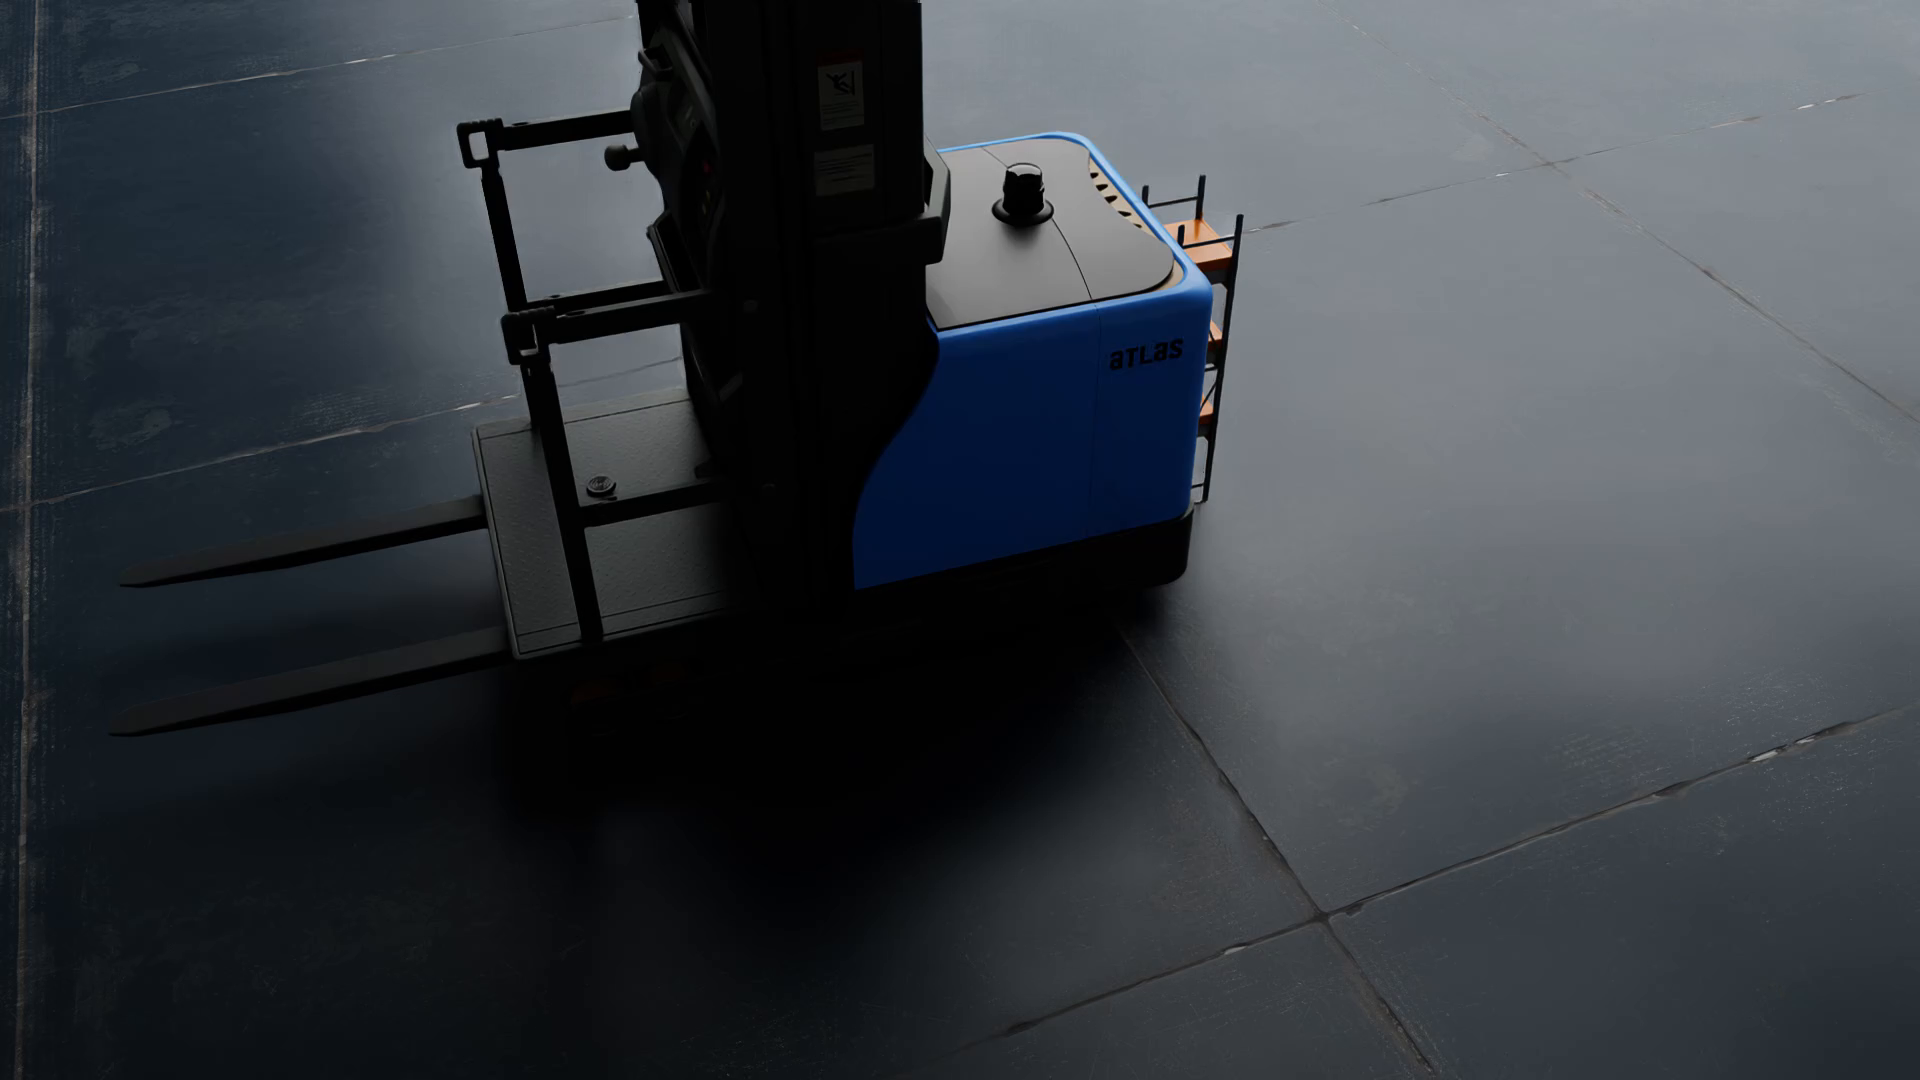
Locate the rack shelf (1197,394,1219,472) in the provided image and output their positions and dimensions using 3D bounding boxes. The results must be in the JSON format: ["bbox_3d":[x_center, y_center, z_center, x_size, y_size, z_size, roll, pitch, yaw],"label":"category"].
[{"bbox_3d":[0.668,-0.361,5.307,0.215,0.259,0.240,-13,42,-15],"label":"rack shelf"}]

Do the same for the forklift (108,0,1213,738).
[{"bbox_3d":[-0.884,-0.956,4.114,3.031,2.935,1.130,-12,42,-14],"label":"forklift"}]

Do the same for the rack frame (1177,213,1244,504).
[{"bbox_3d":[0.708,-0.505,5.032,0.200,1.050,0.008,-13,42,-15],"label":"rack frame"}]

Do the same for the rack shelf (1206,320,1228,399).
[{"bbox_3d":[0.668,-0.572,5.126,0.215,0.259,0.240,-13,42,-15],"label":"rack shelf"}]

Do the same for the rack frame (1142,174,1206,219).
[{"bbox_3d":[0.627,-0.655,5.206,0.200,1.050,0.008,-13,42,-15],"label":"rack frame"}]

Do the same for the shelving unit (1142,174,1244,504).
[{"bbox_3d":[0.668,-0.580,5.119,0.215,1.050,0.252,-13,42,-15],"label":"shelving unit"}]

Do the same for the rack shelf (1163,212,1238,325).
[{"bbox_3d":[0.668,-0.787,4.941,0.215,0.259,0.240,-13,42,-15],"label":"rack shelf"}]
